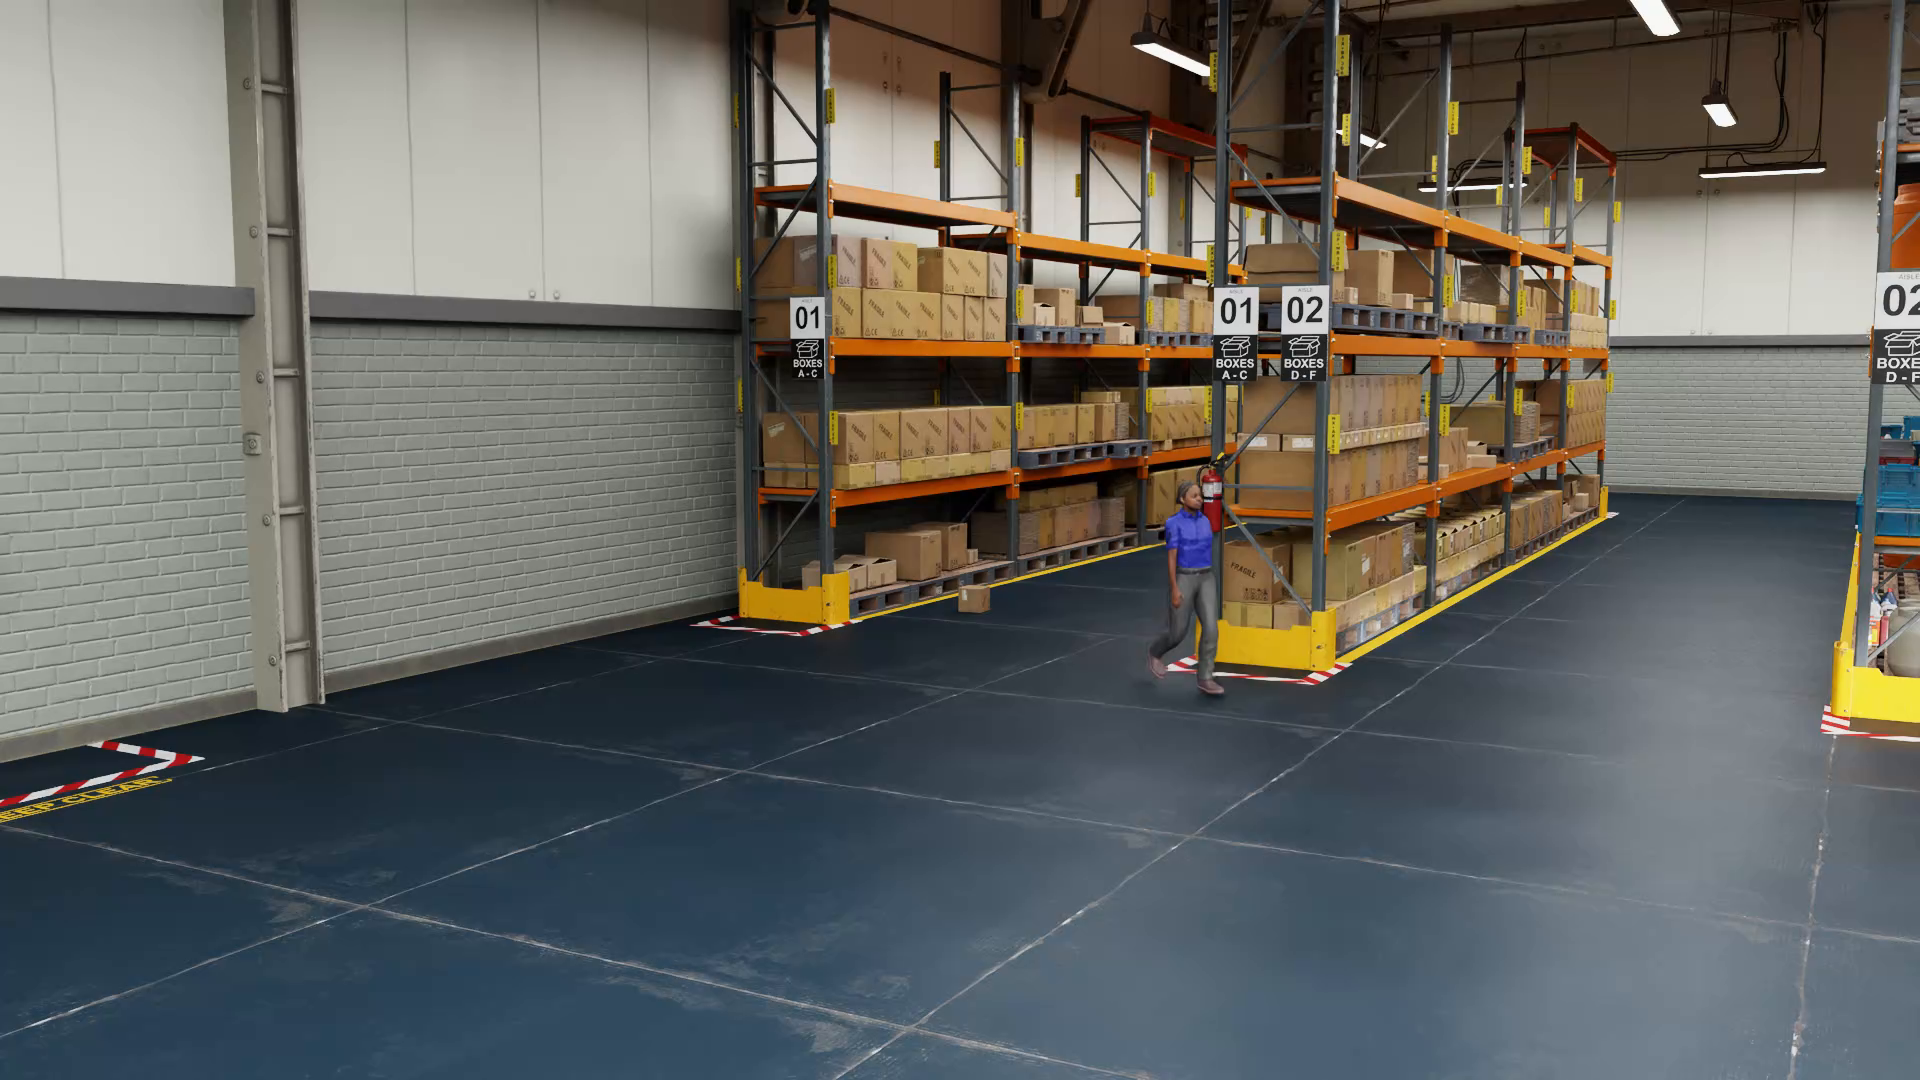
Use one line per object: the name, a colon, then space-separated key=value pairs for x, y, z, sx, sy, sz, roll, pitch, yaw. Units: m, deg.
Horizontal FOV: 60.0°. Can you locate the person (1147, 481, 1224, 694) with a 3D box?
person: x=1.790 y=0.362 z=12.980 sx=0.435 sy=1.602 sz=0.737 roll=-3 pitch=7 yaw=-25
